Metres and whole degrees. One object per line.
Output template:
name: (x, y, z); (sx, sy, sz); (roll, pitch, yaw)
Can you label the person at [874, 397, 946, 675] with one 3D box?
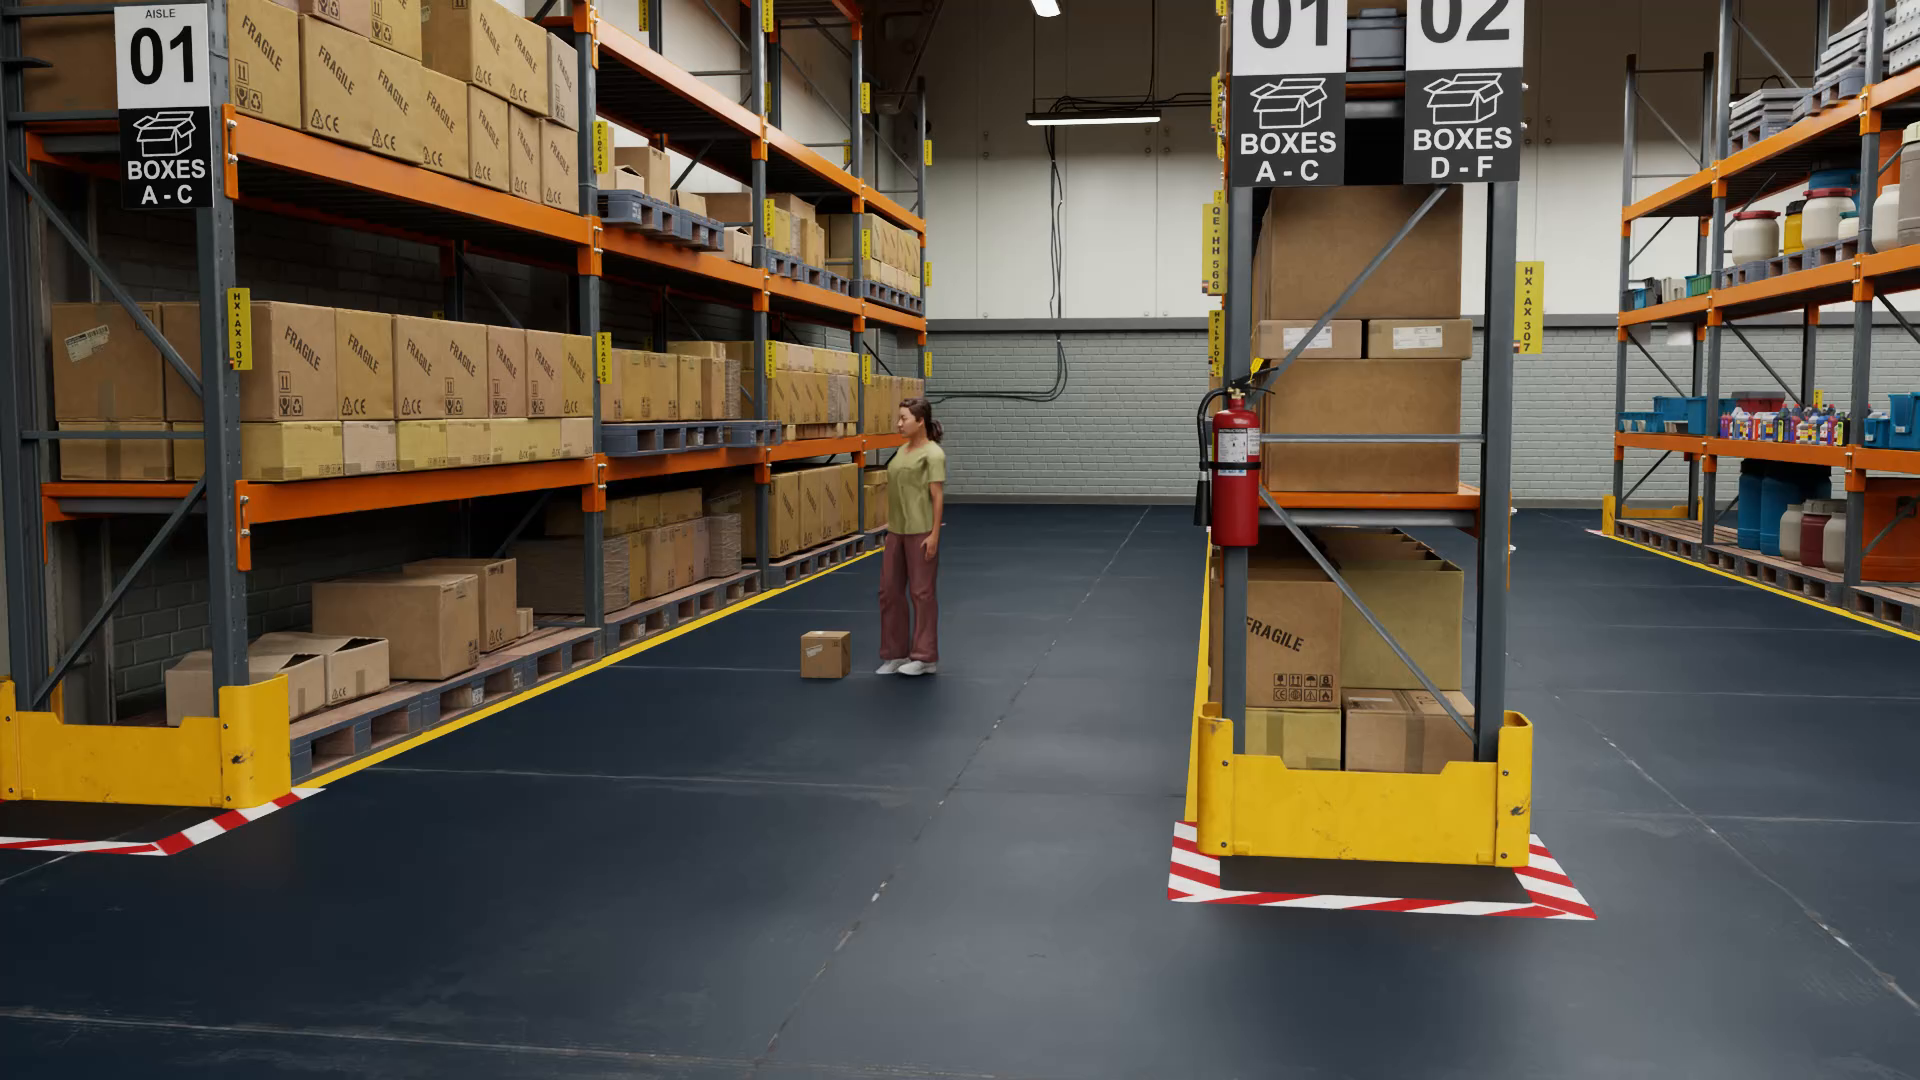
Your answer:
person: (-0.290, 0.009, 10.059); (0.417, 1.748, 0.458); (-3, 6, -37)
